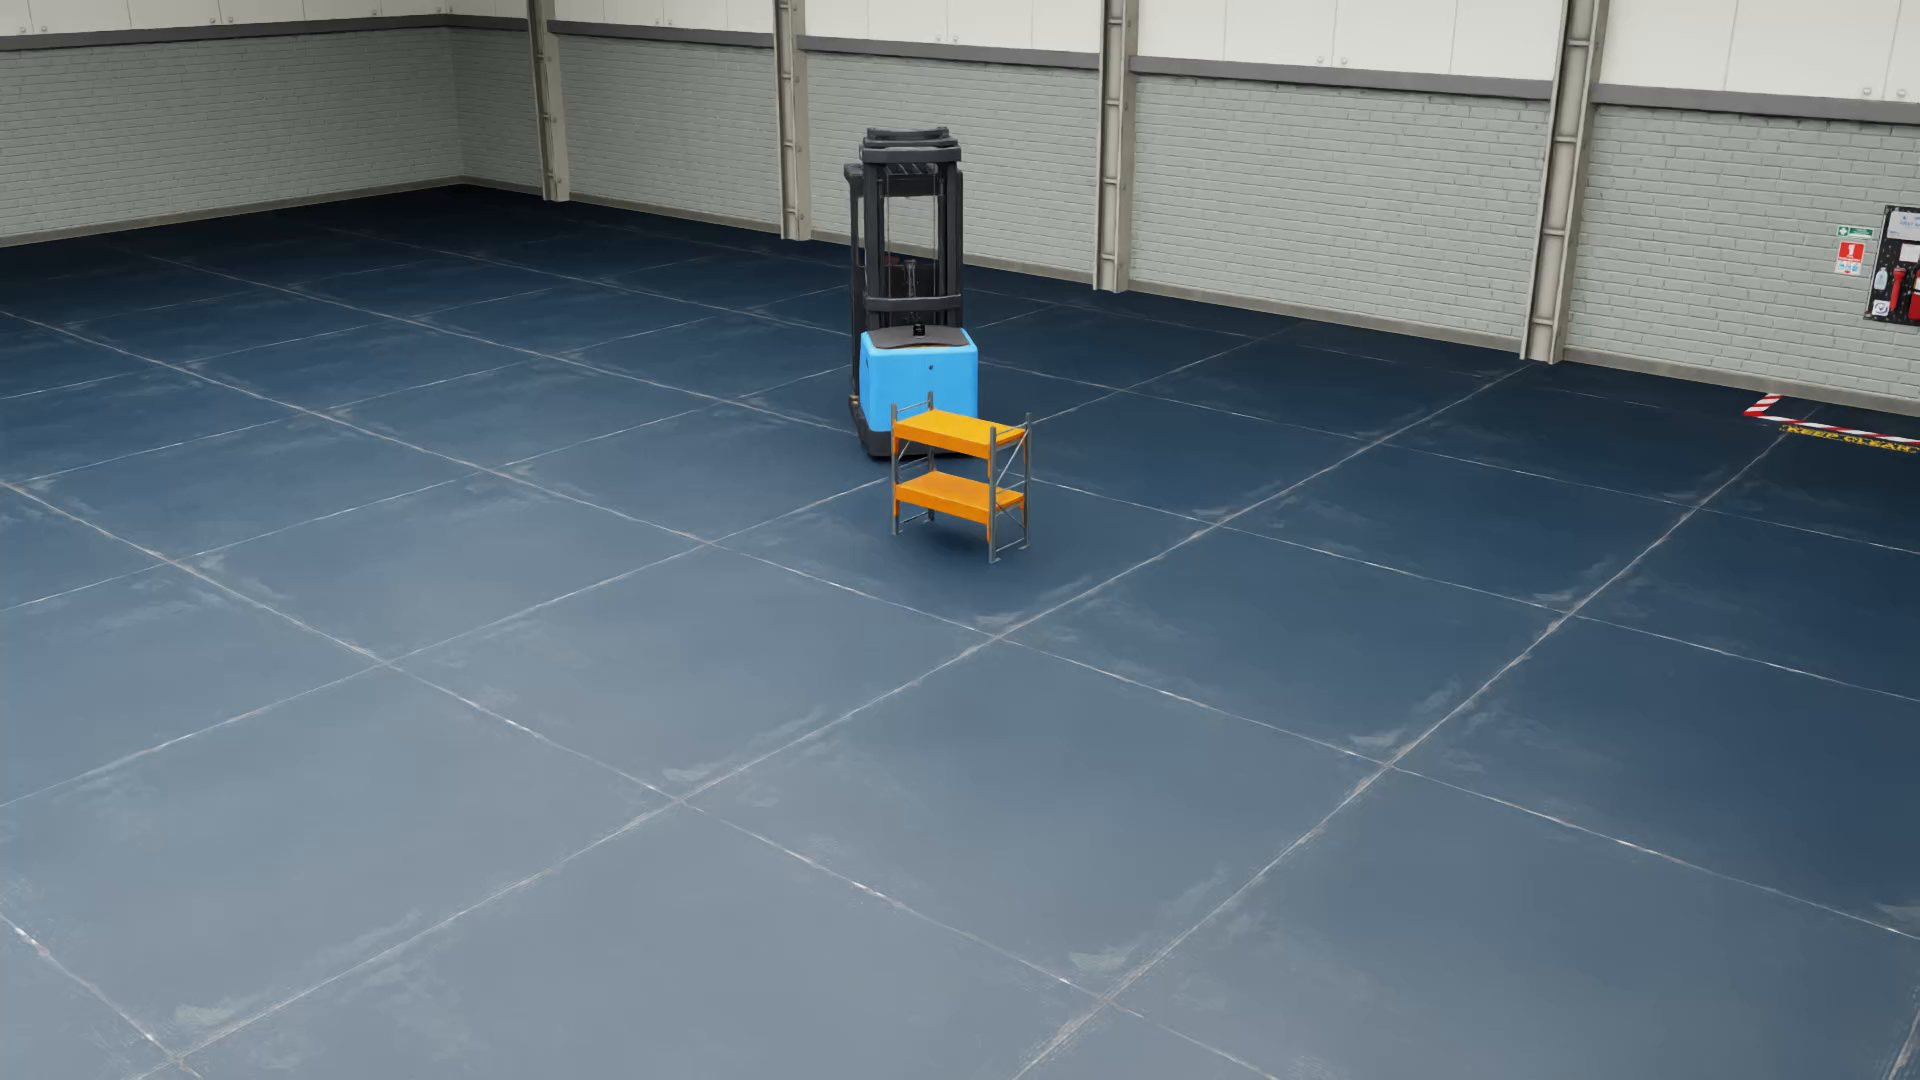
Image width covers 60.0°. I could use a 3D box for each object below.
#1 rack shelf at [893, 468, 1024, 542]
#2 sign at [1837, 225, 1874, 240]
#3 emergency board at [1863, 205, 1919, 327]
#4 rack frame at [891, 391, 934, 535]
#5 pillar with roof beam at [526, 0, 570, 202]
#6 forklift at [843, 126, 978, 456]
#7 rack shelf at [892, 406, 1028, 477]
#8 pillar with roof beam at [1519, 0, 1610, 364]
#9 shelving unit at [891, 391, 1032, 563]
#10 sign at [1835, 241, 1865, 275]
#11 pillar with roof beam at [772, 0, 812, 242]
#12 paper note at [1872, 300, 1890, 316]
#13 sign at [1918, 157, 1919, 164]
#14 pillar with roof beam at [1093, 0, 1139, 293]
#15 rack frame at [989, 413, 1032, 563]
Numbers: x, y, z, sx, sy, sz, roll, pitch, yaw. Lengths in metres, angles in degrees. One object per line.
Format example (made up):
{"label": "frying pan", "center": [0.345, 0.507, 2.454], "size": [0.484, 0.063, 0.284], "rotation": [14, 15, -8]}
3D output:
{"label": "rack shelf", "center": [0.005, -0.296, 13.552], "size": [1.000, 0.278, 0.538], "rotation": [16, 26, 36]}
{"label": "sign", "center": [9.105, -3.129, 16.913], "size": [0.331, 0.109, 0.001], "rotation": [16, 26, 36]}
{"label": "emergency board", "center": [9.470, -2.716, 16.620], "size": [0.643, 1.169, 0.194], "rotation": [16, 26, 36]}
{"label": "rack frame", "center": [-0.389, -0.638, 13.766], "size": [0.032, 1.125, 0.500], "rotation": [16, 26, 36]}
{"label": "pillar with roof beam", "center": [-9.955, -9.139, 25.150], "size": [0.400, 9.000, 9.100], "rotation": [16, 26, 36]}
{"label": "forklift", "center": [-0.553, -2.638, 16.508], "size": [1.130, 2.935, 3.031], "rotation": [-3, 21, -8]}
{"label": "rack shelf", "center": [0.005, -0.799, 13.362], "size": [1.000, 0.278, 0.538], "rotation": [16, 26, 36]}
{"label": "pillar with roof beam", "center": [3.990, -5.123, 14.501], "size": [0.400, 9.000, 9.100], "rotation": [16, 26, 36]}
{"label": "shelving unit", "center": [0.005, -0.525, 13.466], "size": [1.048, 1.125, 0.538], "rotation": [16, 26, 36]}
{"label": "sign", "center": [9.107, -2.884, 17.015], "size": [0.234, 0.329, 0.001], "rotation": [16, 26, 36]}
{"label": "pillar with roof beam", "center": [-5.306, -7.801, 21.600], "size": [0.400, 9.000, 9.100], "rotation": [16, 26, 36]}
{"label": "paper note", "center": [9.377, -2.362, 16.930], "size": [0.142, 0.148, 0.016], "rotation": [16, 26, 36]}
{"label": "sign", "center": [9.527, -3.830, 16.288], "size": [0.199, 0.298, 0.001], "rotation": [16, 26, 36]}
{"label": "pillar with roof beam", "center": [-0.658, -6.462, 18.050], "size": [0.400, 9.000, 9.100], "rotation": [16, 26, 36]}
{"label": "rack frame", "center": [0.399, -0.411, 13.165], "size": [0.032, 1.125, 0.500], "rotation": [16, 26, 36]}
